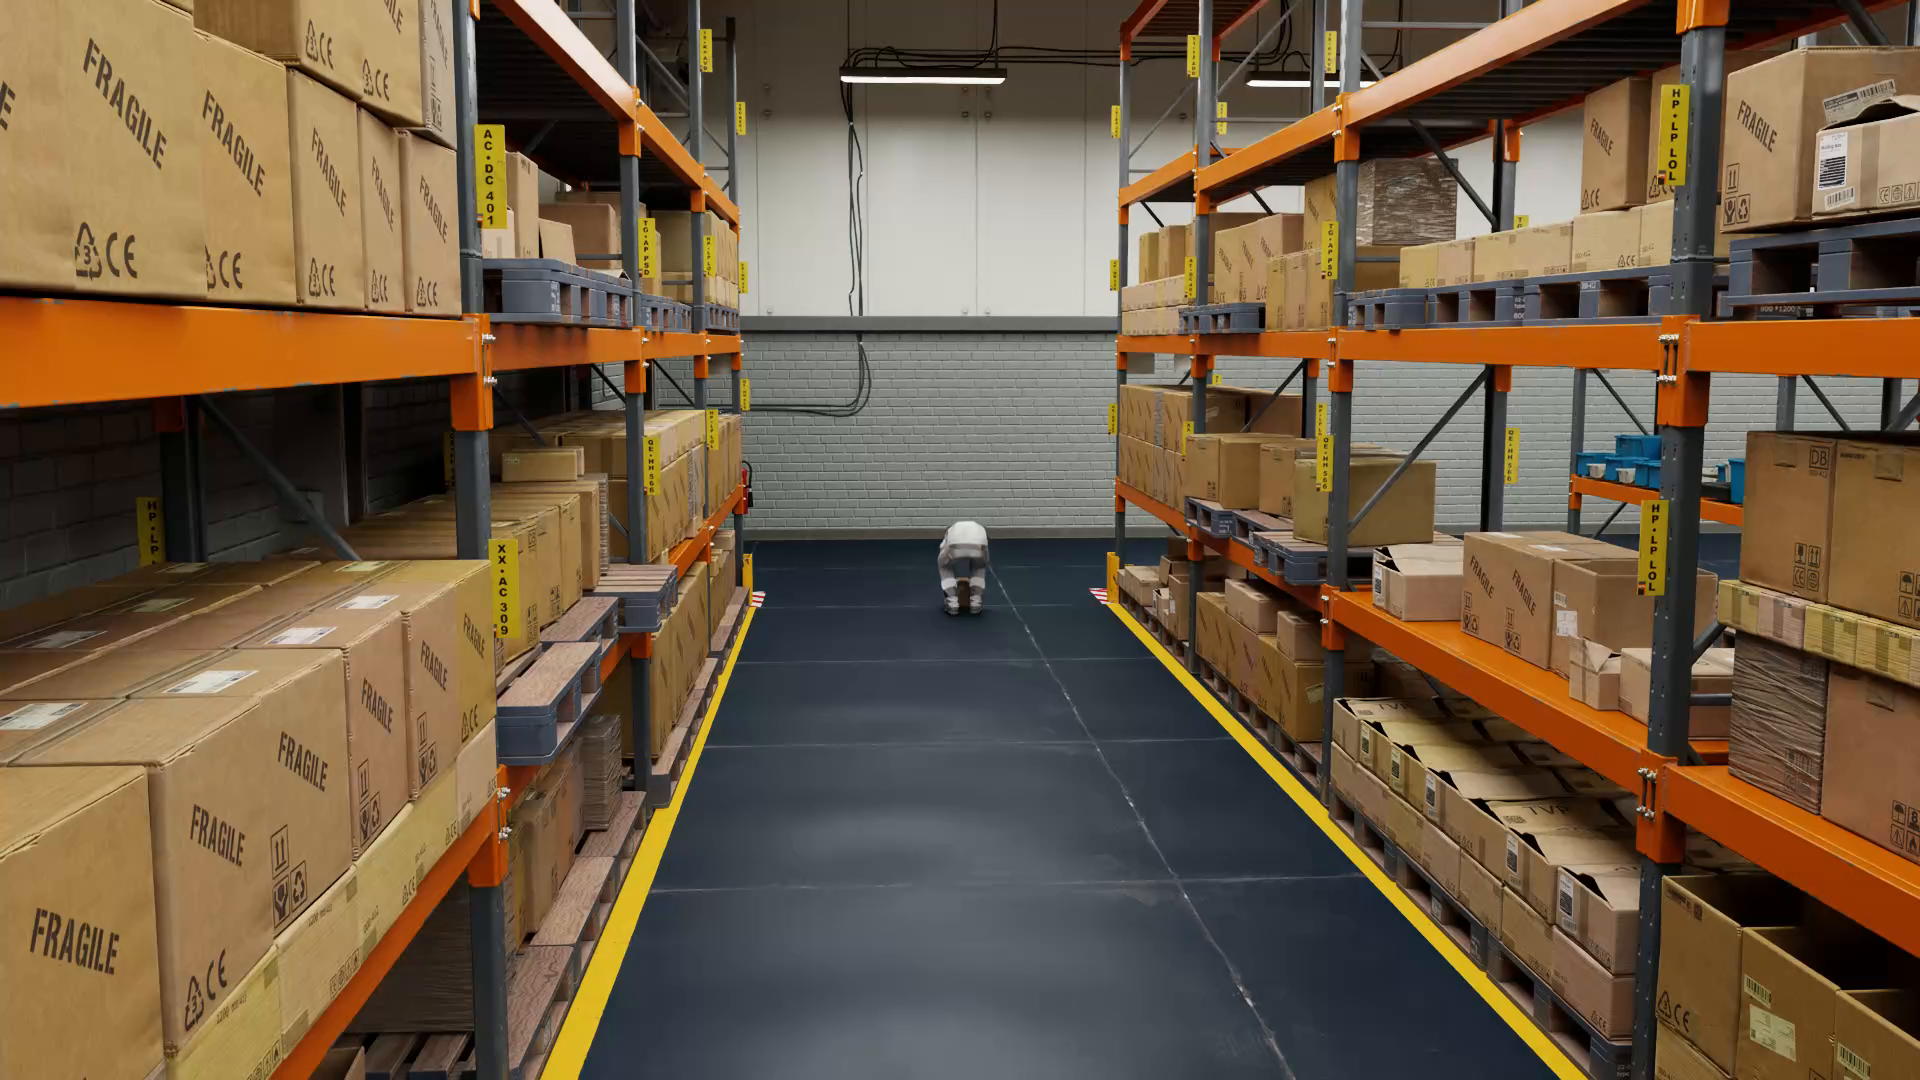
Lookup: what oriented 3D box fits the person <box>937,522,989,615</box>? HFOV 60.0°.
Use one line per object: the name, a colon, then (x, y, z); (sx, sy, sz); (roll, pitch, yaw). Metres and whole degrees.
person: (0.025, 0.258, 17.038); (0.529, 0.941, 0.949); (-1, 7, -6)
